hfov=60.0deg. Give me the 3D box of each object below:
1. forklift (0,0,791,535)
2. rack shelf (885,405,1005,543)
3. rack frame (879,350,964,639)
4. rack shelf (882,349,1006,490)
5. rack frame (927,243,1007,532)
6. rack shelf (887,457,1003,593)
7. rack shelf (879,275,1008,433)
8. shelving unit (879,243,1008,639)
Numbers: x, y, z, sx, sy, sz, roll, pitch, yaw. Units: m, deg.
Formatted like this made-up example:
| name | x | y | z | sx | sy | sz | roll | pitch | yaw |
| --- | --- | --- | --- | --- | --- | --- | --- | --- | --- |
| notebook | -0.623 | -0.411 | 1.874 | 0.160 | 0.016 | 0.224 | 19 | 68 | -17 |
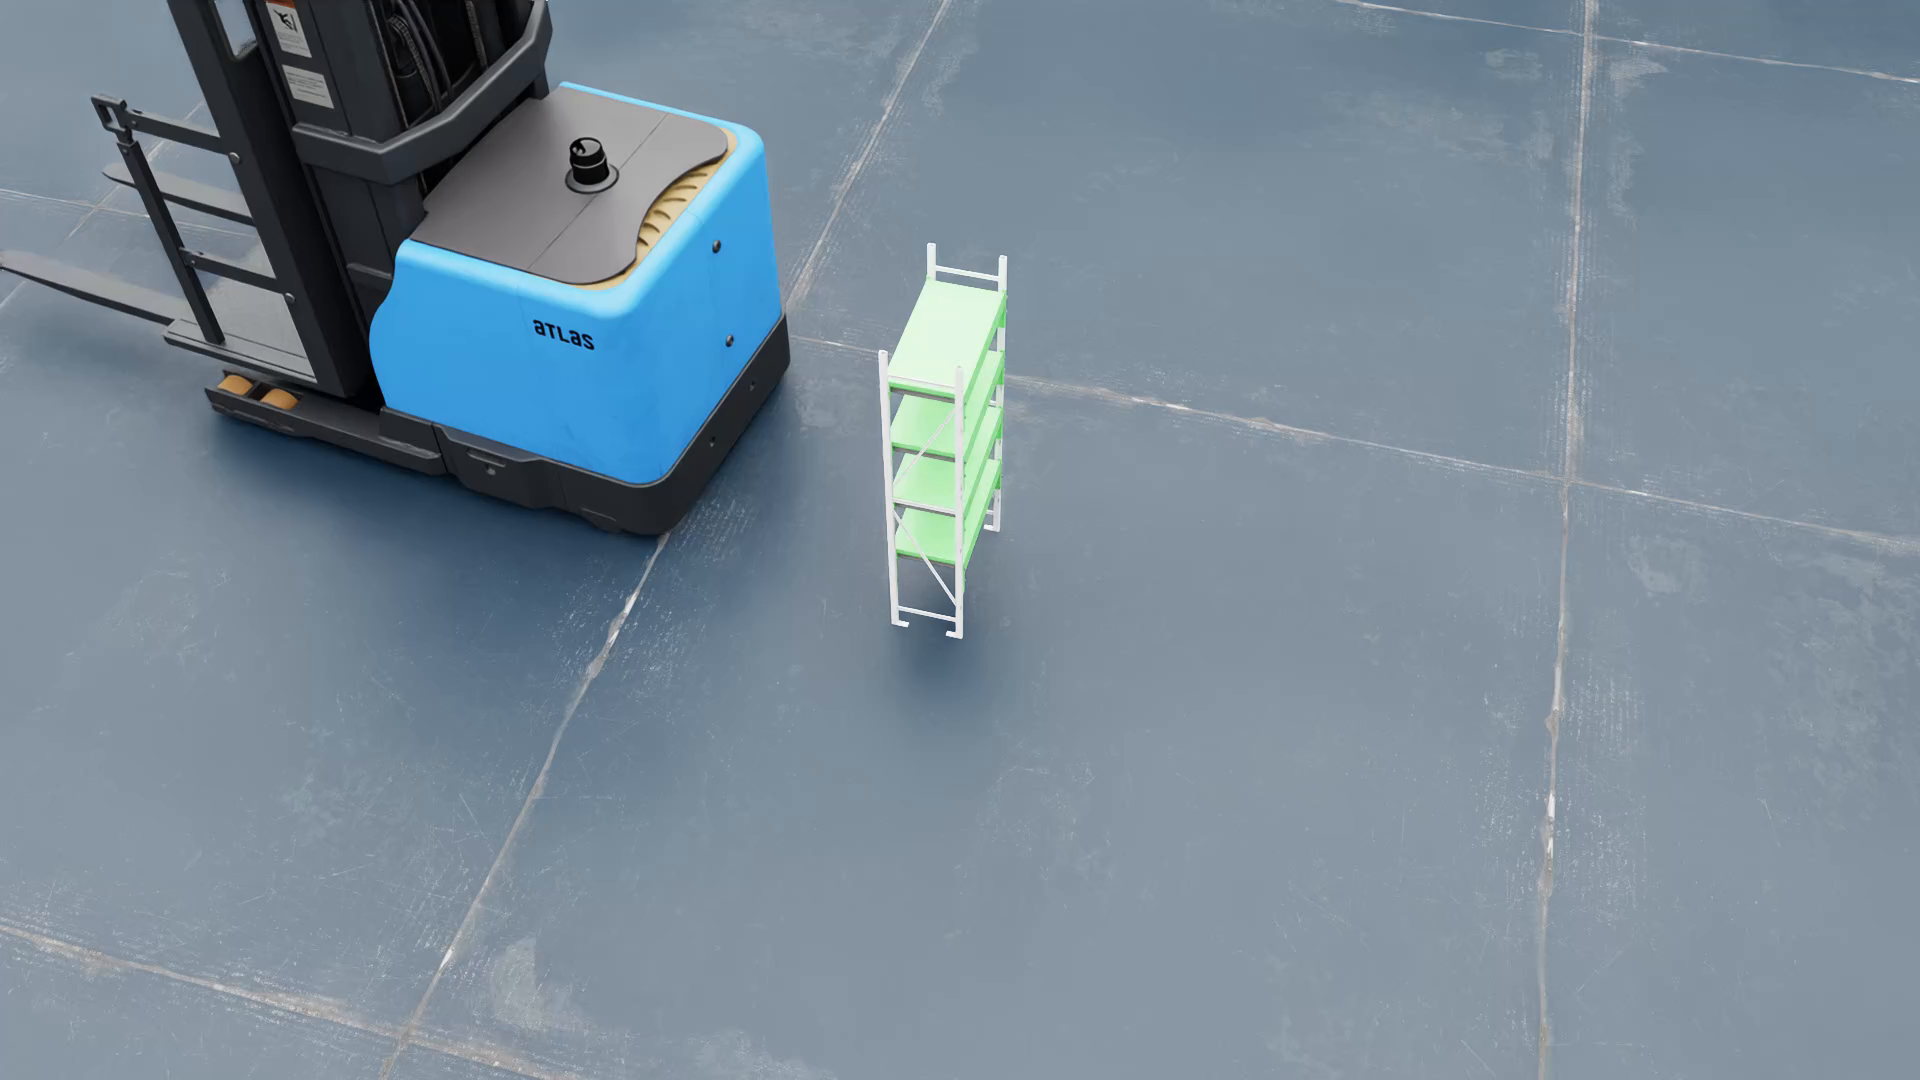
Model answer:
| name | x | y | z | sx | sy | sz | roll | pitch | yaw |
| --- | --- | --- | --- | --- | --- | --- | --- | --- | --- |
| forklift | -2.205 | -1.707 | 5.301 | 3.031 | 2.935 | 1.130 | 17 | 51 | 14 |
| rack shelf | -0.044 | -0.235 | 5.242 | 0.258 | 0.148 | 0.480 | 12 | 50 | 10 |
| rack frame | -0.108 | -0.101 | 5.039 | 0.240 | 1.200 | 0.015 | 12 | 50 | 10 |
| rack shelf | -0.044 | -0.394 | 5.062 | 0.258 | 0.148 | 0.480 | 12 | 50 | 10 |
| rack frame | 0.021 | -0.454 | 5.350 | 0.240 | 1.200 | 0.015 | 12 | 50 | 10 |
| rack shelf | -0.044 | -0.076 | 5.422 | 0.258 | 0.148 | 0.480 | 12 | 50 | 10 |
| rack shelf | -0.044 | -0.553 | 4.883 | 0.258 | 0.148 | 0.480 | 12 | 50 | 10 |
| shelving unit | -0.044 | -0.277 | 5.194 | 0.258 | 1.200 | 0.503 | 12 | 50 | 10 |
